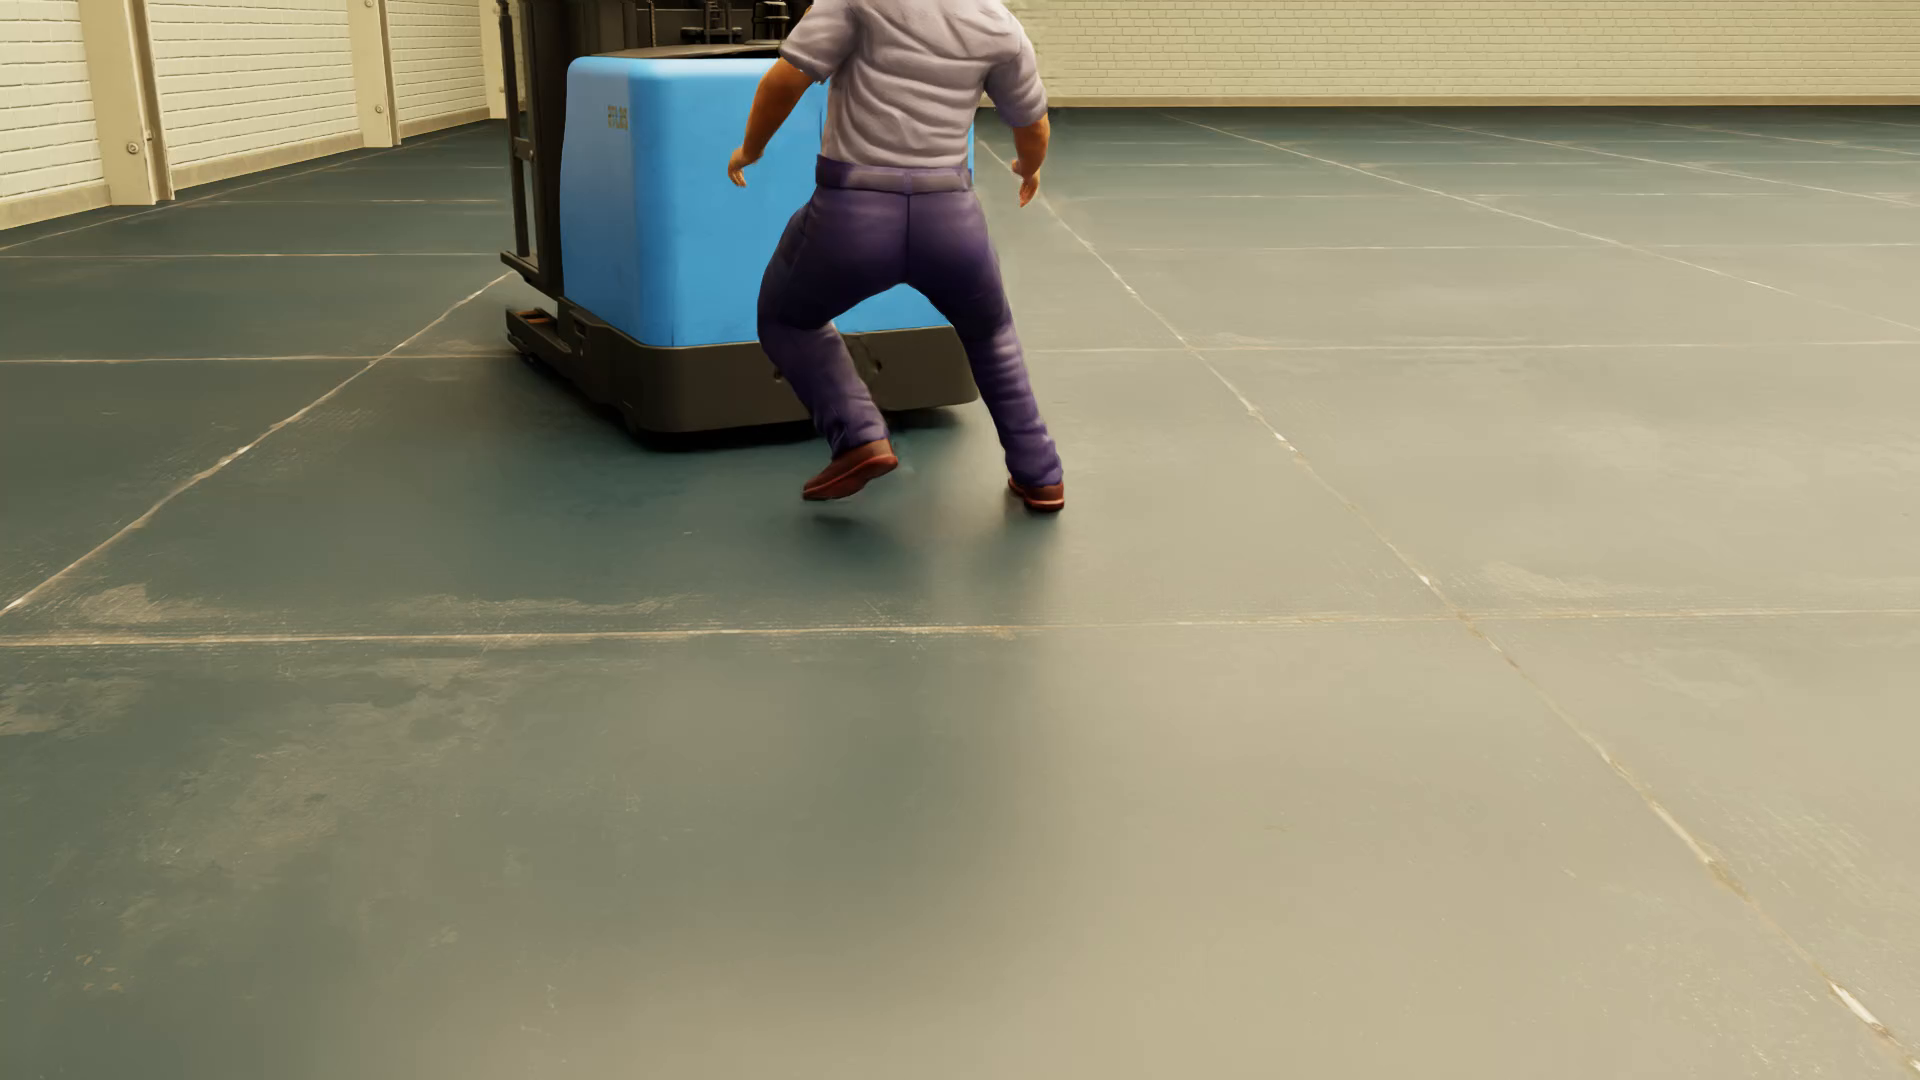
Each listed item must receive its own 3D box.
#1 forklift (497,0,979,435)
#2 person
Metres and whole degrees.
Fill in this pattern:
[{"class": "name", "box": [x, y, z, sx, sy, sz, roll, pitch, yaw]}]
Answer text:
[{"class": "forklift", "box": [-1.034, -2.087, 5.730, 1.130, 2.935, 3.031, -8, 19, -24]}, {"class": "person", "box": [-0.120, -0.784, 3.916, 0.824, 1.492, 0.587, -4, 18, -13]}]
